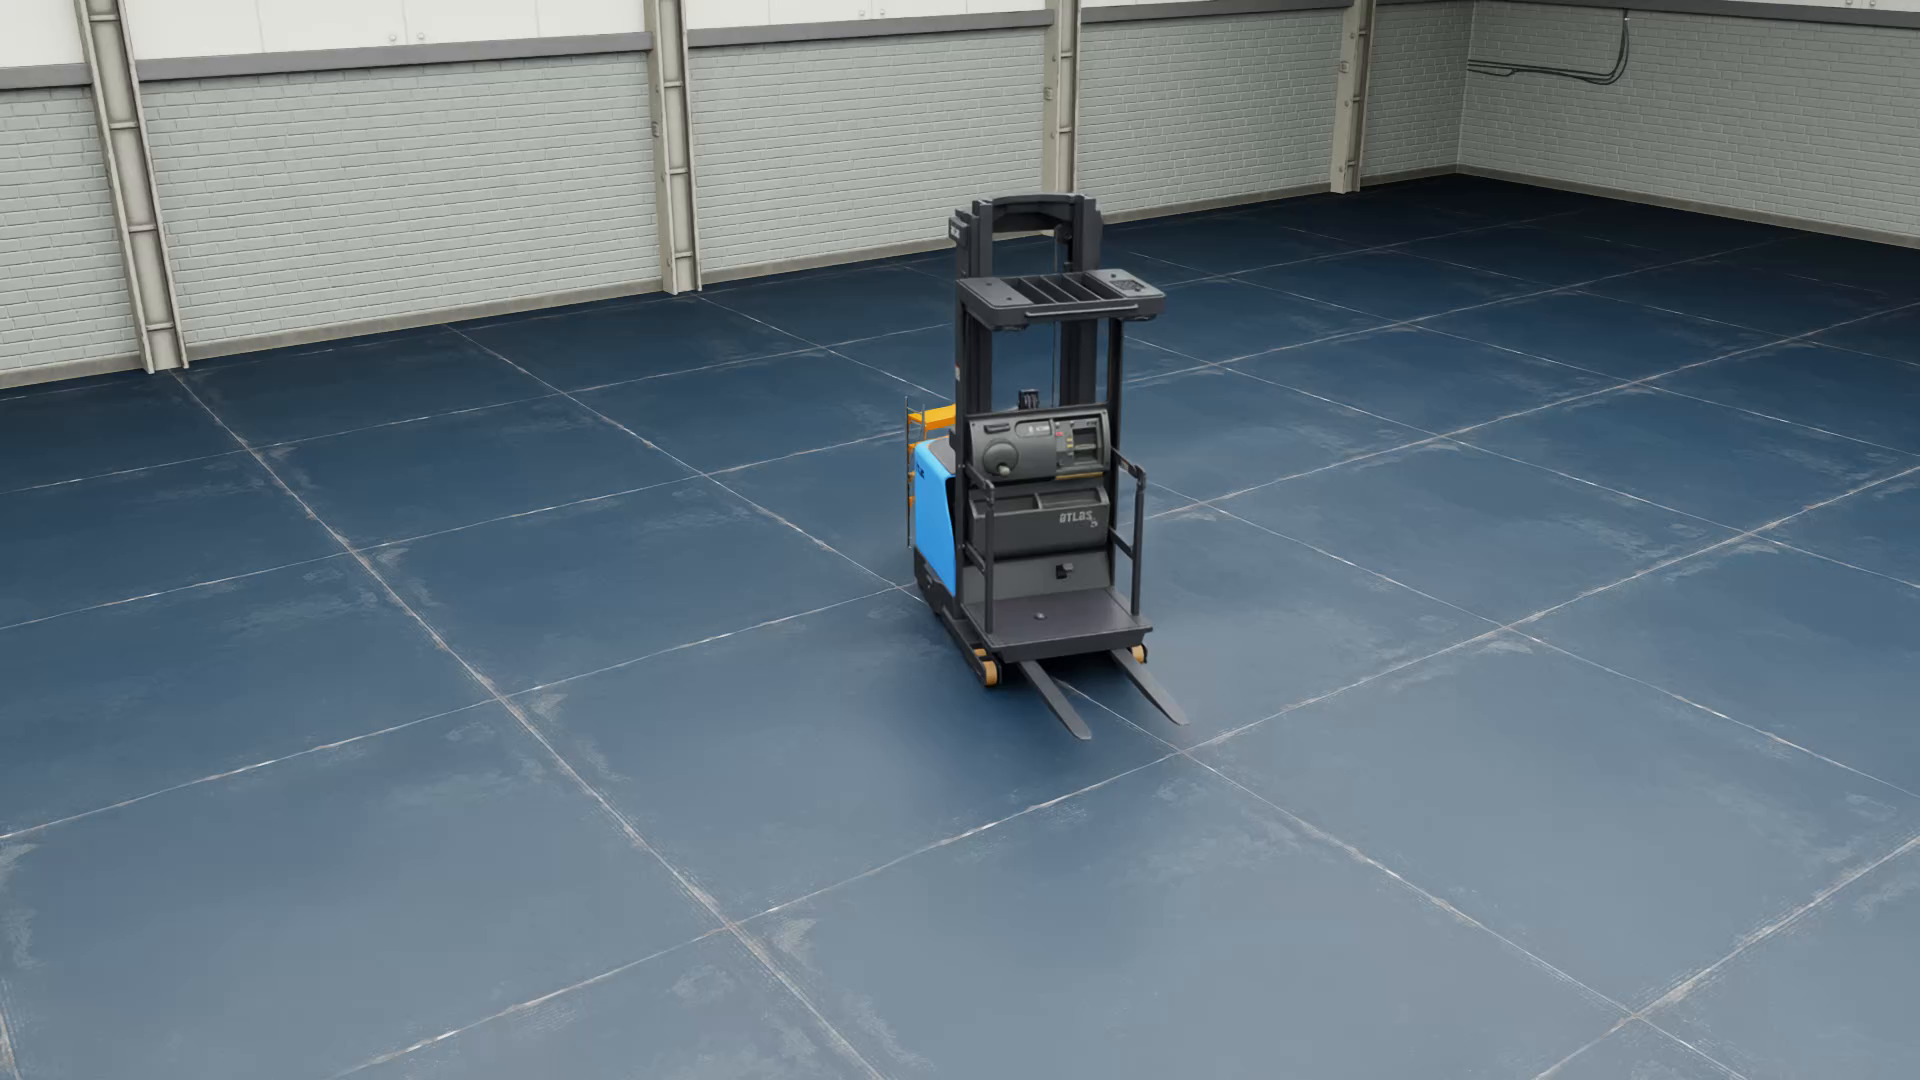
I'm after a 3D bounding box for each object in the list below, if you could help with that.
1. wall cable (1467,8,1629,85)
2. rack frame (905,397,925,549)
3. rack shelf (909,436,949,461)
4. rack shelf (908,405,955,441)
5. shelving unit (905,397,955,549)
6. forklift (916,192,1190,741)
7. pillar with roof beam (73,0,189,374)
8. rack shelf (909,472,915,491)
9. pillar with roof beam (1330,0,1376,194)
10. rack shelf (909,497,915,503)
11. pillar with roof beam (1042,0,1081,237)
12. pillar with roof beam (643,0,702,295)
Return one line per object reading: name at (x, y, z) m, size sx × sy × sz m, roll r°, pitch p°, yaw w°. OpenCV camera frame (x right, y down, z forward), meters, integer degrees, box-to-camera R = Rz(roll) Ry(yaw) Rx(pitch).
wall cable at (9.449, -8.684, 26.706) m, size 0.112 × 2.526 × 3.097 m, roll -15°, pitch 26°, yaw -33°
rack frame at (-0.332, -0.469, 12.452) m, size 0.015 × 1.200 × 0.240 m, roll -15°, pitch 26°, yaw -33°
rack shelf at (-0.134, -0.667, 12.526) m, size 0.480 × 0.148 × 0.258 m, roll -15°, pitch 26°, yaw -33°
rack shelf at (-0.134, -0.886, 12.439) m, size 0.480 × 0.148 × 0.258 m, roll -15°, pitch 26°, yaw -33°
shelving unit at (-0.136, -0.521, 12.583) m, size 0.499 × 1.200 × 0.258 m, roll -15°, pitch 26°, yaw -33°
forklift at (0.573, -0.591, 10.423) m, size 1.121 × 2.935 × 3.031 m, roll -6°, pitch 23°, yaw -15°
pillar with roof beam at (-5.812, -4.695, 12.520) m, size 0.400 × 9.000 × 9.100 m, roll -15°, pitch 26°, yaw -33°
rack shelf at (-0.134, -0.459, 12.609) m, size 0.480 × 0.148 × 0.258 m, roll -15°, pitch 26°, yaw -33°
pillar with roof beam at (8.799, -8.591, 22.283) m, size 0.400 × 9.000 × 9.100 m, roll -15°, pitch 26°, yaw -33°
rack shelf at (-0.134, -0.324, 12.663) m, size 0.457 × 0.021 × 0.221 m, roll -15°, pitch 26°, yaw -33°
pillar with roof beam at (3.929, -7.292, 19.029) m, size 0.400 × 9.000 × 9.100 m, roll -15°, pitch 26°, yaw -33°
pillar with roof beam at (-0.941, -5.993, 15.774) m, size 0.400 × 9.000 × 9.100 m, roll -15°, pitch 26°, yaw -33°
